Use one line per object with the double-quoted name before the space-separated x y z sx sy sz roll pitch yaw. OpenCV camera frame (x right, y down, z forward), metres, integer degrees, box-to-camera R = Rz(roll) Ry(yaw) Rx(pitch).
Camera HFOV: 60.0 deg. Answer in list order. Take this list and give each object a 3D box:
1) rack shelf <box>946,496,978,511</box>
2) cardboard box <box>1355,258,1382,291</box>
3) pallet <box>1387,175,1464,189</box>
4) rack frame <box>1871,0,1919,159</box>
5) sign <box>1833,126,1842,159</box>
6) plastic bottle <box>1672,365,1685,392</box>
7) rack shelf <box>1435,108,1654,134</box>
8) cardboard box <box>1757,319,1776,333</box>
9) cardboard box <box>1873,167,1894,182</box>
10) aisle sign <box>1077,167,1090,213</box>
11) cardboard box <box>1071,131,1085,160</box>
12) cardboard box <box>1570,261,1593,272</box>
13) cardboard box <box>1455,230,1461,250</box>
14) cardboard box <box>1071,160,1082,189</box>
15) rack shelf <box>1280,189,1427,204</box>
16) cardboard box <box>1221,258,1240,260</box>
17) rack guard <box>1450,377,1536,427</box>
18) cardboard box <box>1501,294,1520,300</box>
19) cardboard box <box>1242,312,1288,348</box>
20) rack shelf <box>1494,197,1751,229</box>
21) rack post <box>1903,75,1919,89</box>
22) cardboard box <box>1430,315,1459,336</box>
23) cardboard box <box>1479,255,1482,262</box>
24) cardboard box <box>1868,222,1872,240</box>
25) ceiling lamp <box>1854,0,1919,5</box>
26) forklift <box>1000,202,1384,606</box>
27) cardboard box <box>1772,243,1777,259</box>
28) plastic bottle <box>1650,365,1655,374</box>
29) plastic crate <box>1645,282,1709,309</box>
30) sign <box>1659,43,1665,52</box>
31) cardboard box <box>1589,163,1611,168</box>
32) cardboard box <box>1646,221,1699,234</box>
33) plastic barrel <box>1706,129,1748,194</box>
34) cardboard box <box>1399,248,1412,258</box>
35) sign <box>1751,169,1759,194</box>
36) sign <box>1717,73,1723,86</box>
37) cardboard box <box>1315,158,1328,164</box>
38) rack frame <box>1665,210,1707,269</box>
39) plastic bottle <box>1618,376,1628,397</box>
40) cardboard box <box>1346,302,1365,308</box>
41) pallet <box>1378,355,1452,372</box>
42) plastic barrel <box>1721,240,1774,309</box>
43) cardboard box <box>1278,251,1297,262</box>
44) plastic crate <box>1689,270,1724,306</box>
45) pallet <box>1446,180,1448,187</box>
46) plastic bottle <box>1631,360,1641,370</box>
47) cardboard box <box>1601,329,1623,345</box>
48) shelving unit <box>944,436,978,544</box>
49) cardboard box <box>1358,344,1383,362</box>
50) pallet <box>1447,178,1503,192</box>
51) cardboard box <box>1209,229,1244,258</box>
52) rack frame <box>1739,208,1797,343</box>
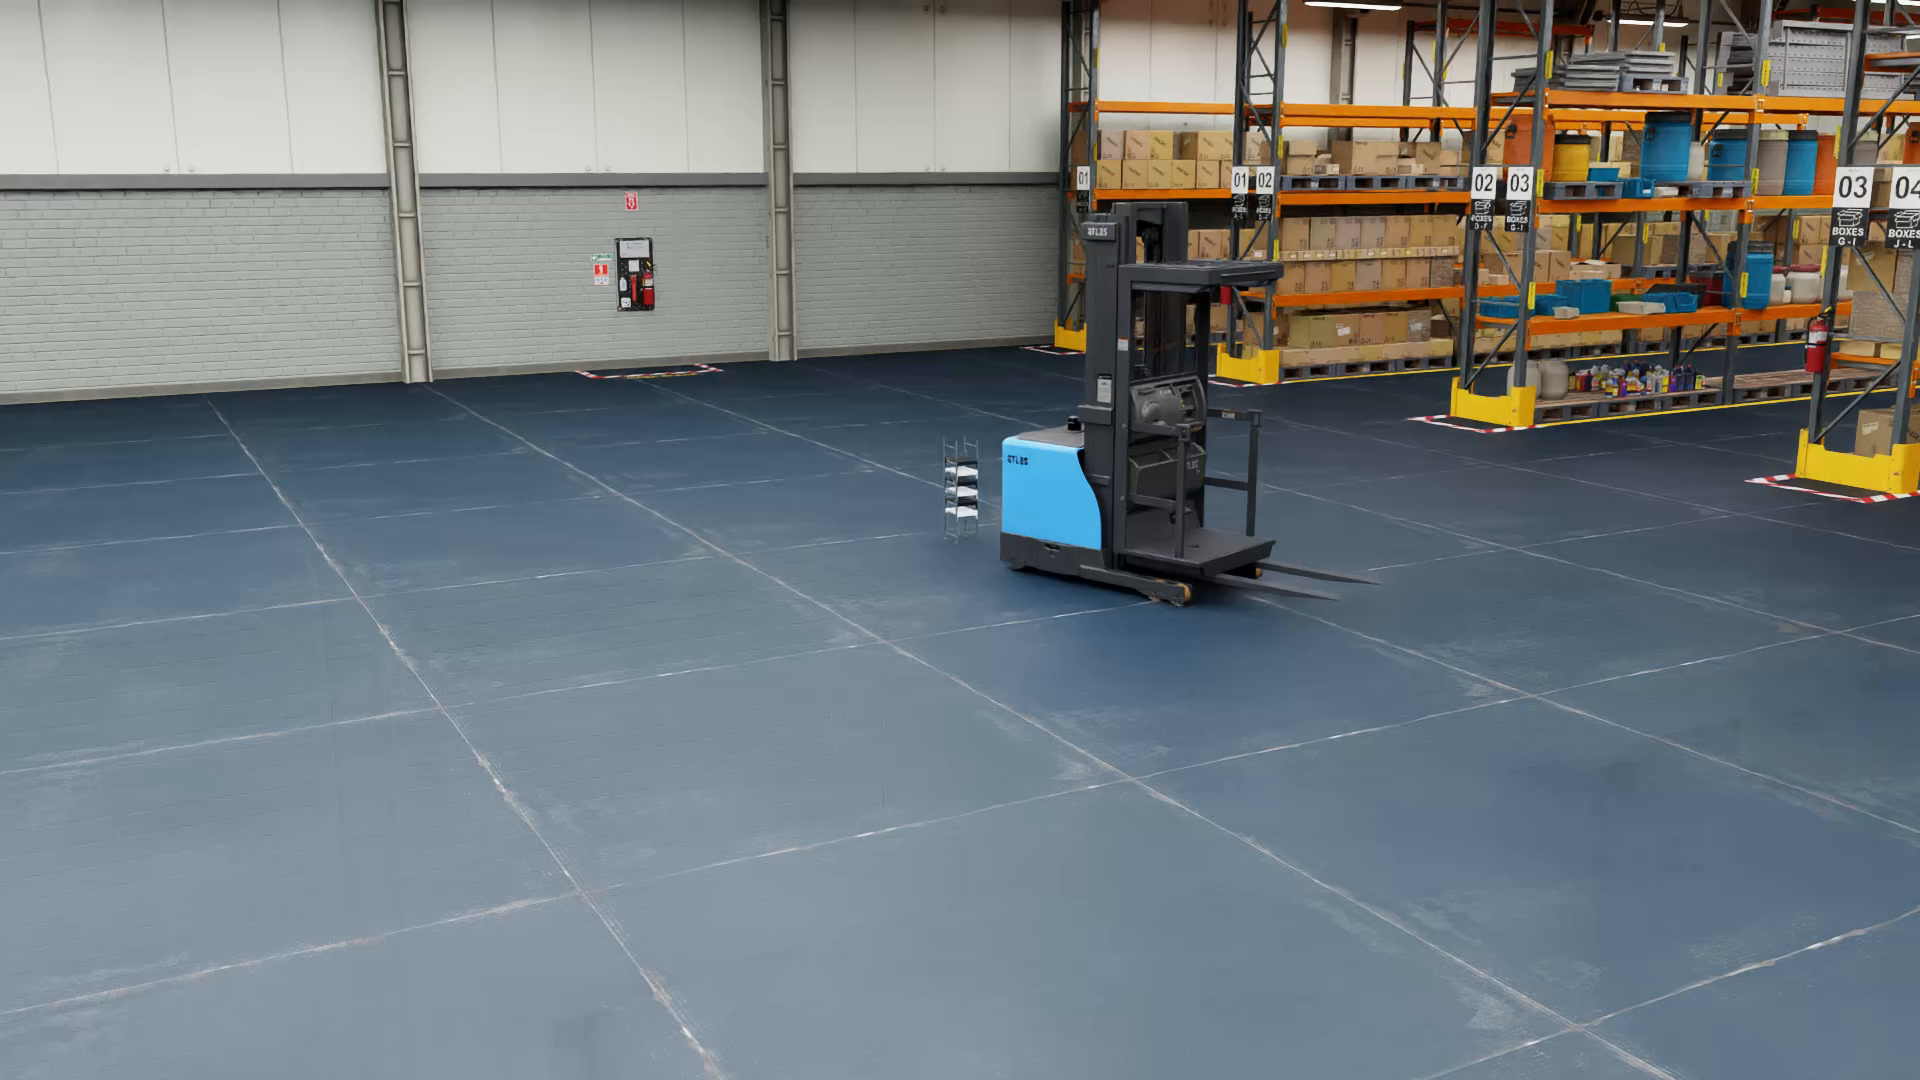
"rack shelf" 0.007 -0.320 14.541 0.200 0.077 0.258 -7 14 -28
"cardboard box" 6.217 -4.207 26.242 0.500 0.500 0.700 -6 14 -26
"pallet" 7.218 -5.694 26.449 1.213 0.211 1.003 -7 14 -28
"rack frame" 13.835 -6.761 24.157 0.127 3.000 1.000 -7 14 -28
"sign" 8.938 -4.043 16.893 0.005 0.325 0.100 -7 14 -28
"plastic bottle" 9.729 -2.193 22.551 0.185 0.351 0.144 -8 15 -31
"rack shelf" 9.710 -6.960 27.589 4.000 0.370 1.077 -7 14 -28
"cardboard box" 14.680 -4.098 30.679 0.500 0.500 0.500 -7 14 -28
"cardboard box" 9.281 -3.713 16.875 0.250 0.149 0.380 -7 14 -28
"aisle sign" 2.147 -6.105 28.984 0.004 0.787 0.394 -7 14 -28
"cardboard box" 2.320 -7.008 29.533 0.500 0.500 0.500 -6 14 -25
"cardboard box" 10.587 -4.689 28.817 0.500 0.311 0.500 -7 14 -29
"cardboard box" 9.637 -5.949 33.262 0.500 0.500 0.500 -6 14 -26
"cardboard box" 2.311 -6.517 29.629 0.500 0.500 0.500 -6 14 -24
"rack shelf" 7.333 -6.646 32.114 4.000 0.370 1.077 -7 14 -28
"cardboard box" 4.866 -5.100 30.737 0.500 0.250 0.500 -7 14 -28
"rack guard" 6.858 -1.790 21.427 0.348 0.500 1.175 -7 14 -28
"cardboard box" 11.312 -5.133 34.526 0.750 0.750 0.750 -6 14 -26
"cardboard box" 4.771 -3.291 25.999 0.500 0.500 0.500 -7 14 -28
"rack shelf" 8.569 -4.316 21.761 4.000 0.370 1.077 -7 14 -28
"rack post" 14.452 -6.809 24.539 0.937 0.300 0.954 -7 14 -28
"cardboard box" 8.172 -3.604 27.819 0.500 0.311 0.500 -7 14 -28
"cardboard box" 10.373 -5.737 33.794 0.250 0.149 0.380 -6 14 -27
"cardboard box" 16.881 -5.905 31.511 0.500 0.500 0.500 -6 14 -26
"ceiling lamp" 15.414 -8.891 27.485 1.941 0.041 0.237 -7 14 -28
"forklift" 1.761 -1.067 12.677 3.031 2.935 1.130 11 17 40
"cardboard box" 15.292 -5.361 31.372 0.500 0.500 0.500 -7 14 -27
"plastic bottle" 9.615 -2.294 23.157 0.133 0.283 0.061 -7 14 -28
"plastic crate" 9.804 -3.353 22.817 0.504 0.338 0.767 -7 14 -28
"sign" 11.734 -8.143 27.807 0.005 0.325 0.100 -7 14 -28
"cardboard box" 10.642 -6.267 28.180 0.500 0.250 0.500 -6 14 -26
"cardboard box" 15.667 -6.676 36.759 0.700 0.700 0.980 -6 14 -25
"plastic barrel" 10.667 -5.217 22.985 0.708 0.901 0.600 -7 14 -28
"cardboard box" 6.924 -4.557 26.323 0.250 0.149 0.380 -7 14 -28
"sign" 10.578 -4.774 22.140 0.005 0.325 0.100 -7 14 -28
"sign" 16.358 -9.900 35.798 0.005 0.325 0.100 -7 14 -28
"cardboard box" 5.328 -5.783 25.709 0.500 0.250 0.500 -7 14 -28
"rack frame" 16.110 -6.585 37.039 0.127 3.000 1.000 -7 14 -28
"plastic bottle" 8.762 -2.033 21.997 0.133 0.283 0.061 -7 14 -27
"cardboard box" 7.551 -4.564 32.747 0.500 0.500 0.700 -7 14 -28
"pallet" 7.236 -2.933 27.160 1.213 0.211 1.003 -7 14 -28
"plastic barrel" 10.809 -3.641 22.812 0.708 0.901 0.600 -7 14 -28
"cardboard box" 4.891 -4.313 25.236 0.250 0.149 0.380 -7 14 -28
"plastic crate" 10.603 -3.555 23.427 0.583 0.464 0.402 -7 14 -28
"pallet" 9.628 -7.193 33.337 1.003 0.211 1.213 -6 14 -25
"plastic bottle" 9.417 -2.331 23.167 0.185 0.351 0.144 -6 14 -26
"cardboard box" 11.120 -3.551 28.860 0.500 0.250 0.500 -6 14 -27
"shelving unit" 0.007 -0.440 14.514 0.210 0.900 0.258 -7 14 -28
"cardboard box" 6.338 -2.982 26.335 0.500 0.250 0.500 -7 14 -28
"pallet" 8.722 -5.834 27.305 1.217 0.209 0.805 -8 15 -30
"cardboard box" 4.875 -5.462 30.638 0.500 0.500 0.500 -7 14 -28
"rack frame" 14.976 -5.210 30.929 0.127 3.000 1.000 -7 14 -28
